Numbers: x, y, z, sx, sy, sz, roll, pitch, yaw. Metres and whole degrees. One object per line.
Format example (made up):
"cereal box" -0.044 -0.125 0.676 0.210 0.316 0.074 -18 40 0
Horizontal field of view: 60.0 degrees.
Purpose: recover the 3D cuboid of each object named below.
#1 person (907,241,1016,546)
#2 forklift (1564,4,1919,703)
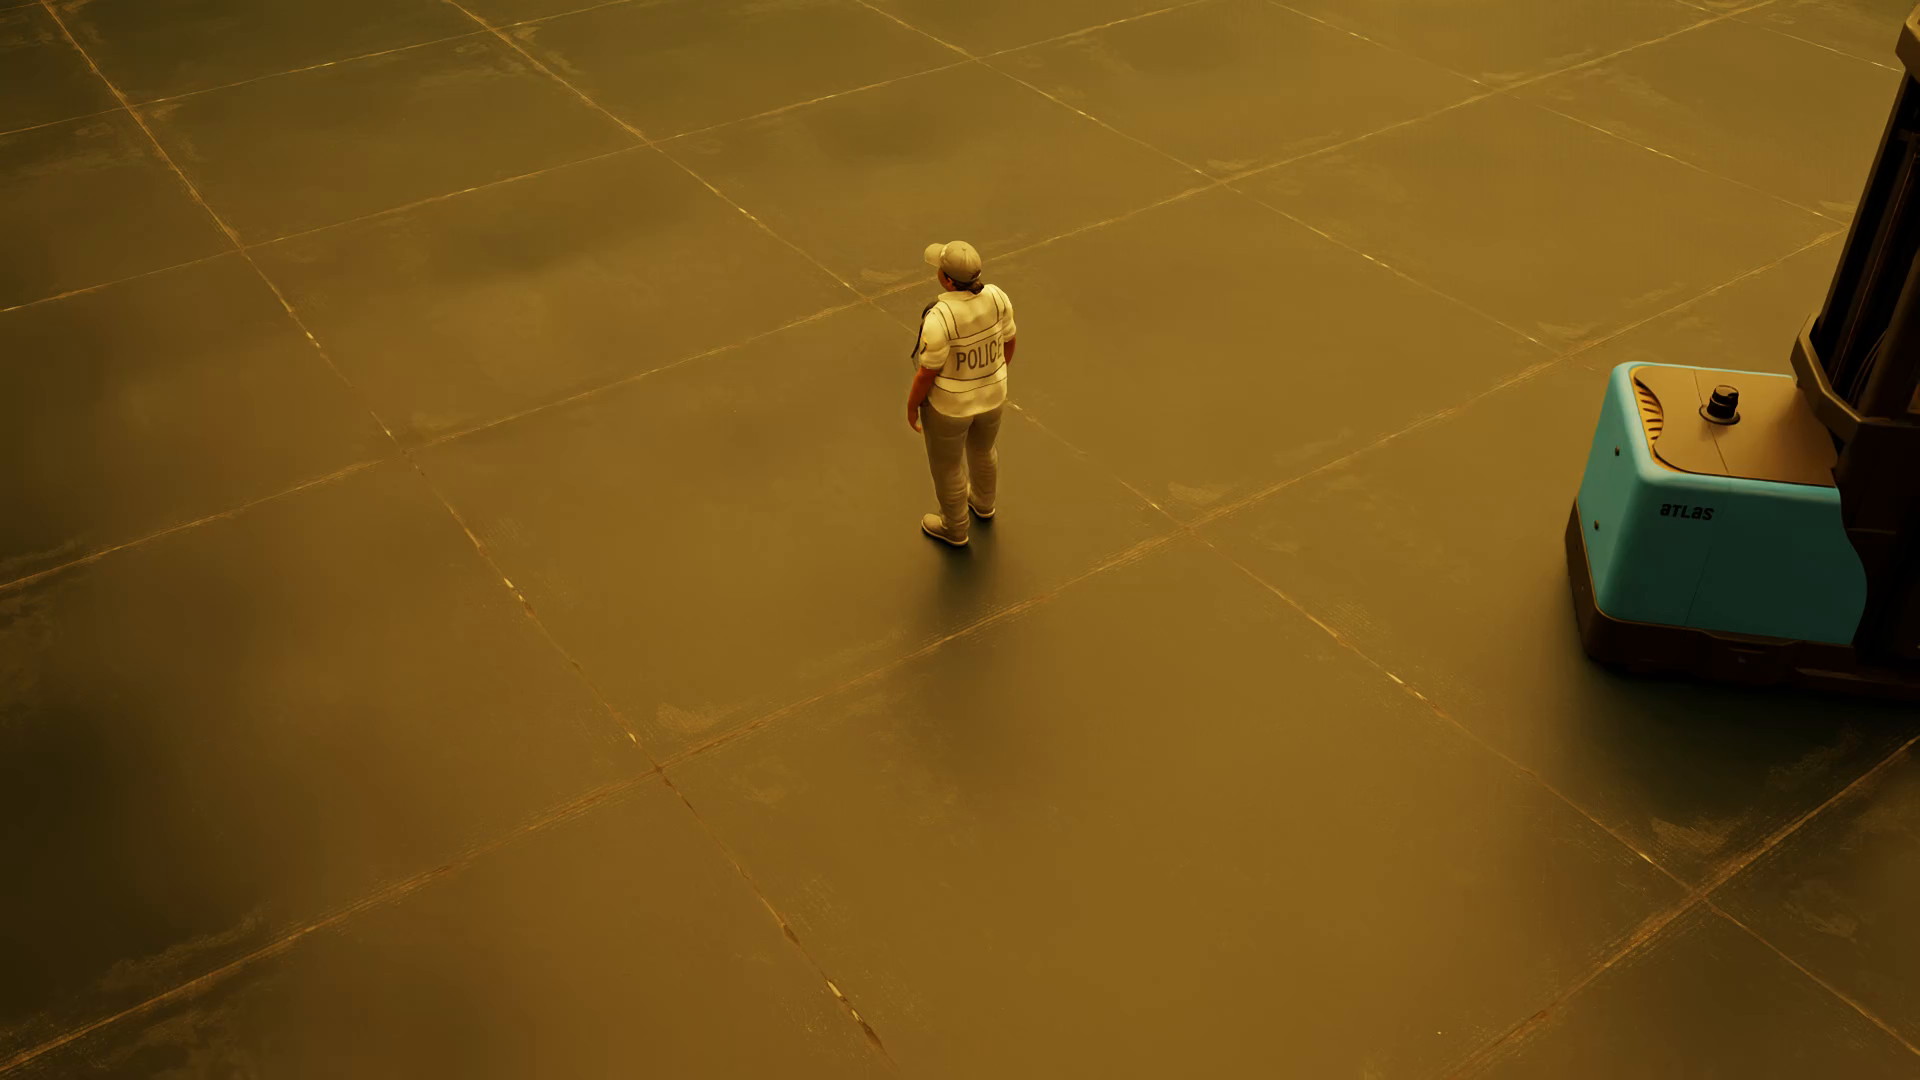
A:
"person" -0.026 -0.721 7.970 0.599 1.670 0.529 -23 42 -28
"forklift" 4.428 -0.716 6.913 3.031 2.935 1.130 6 37 9
